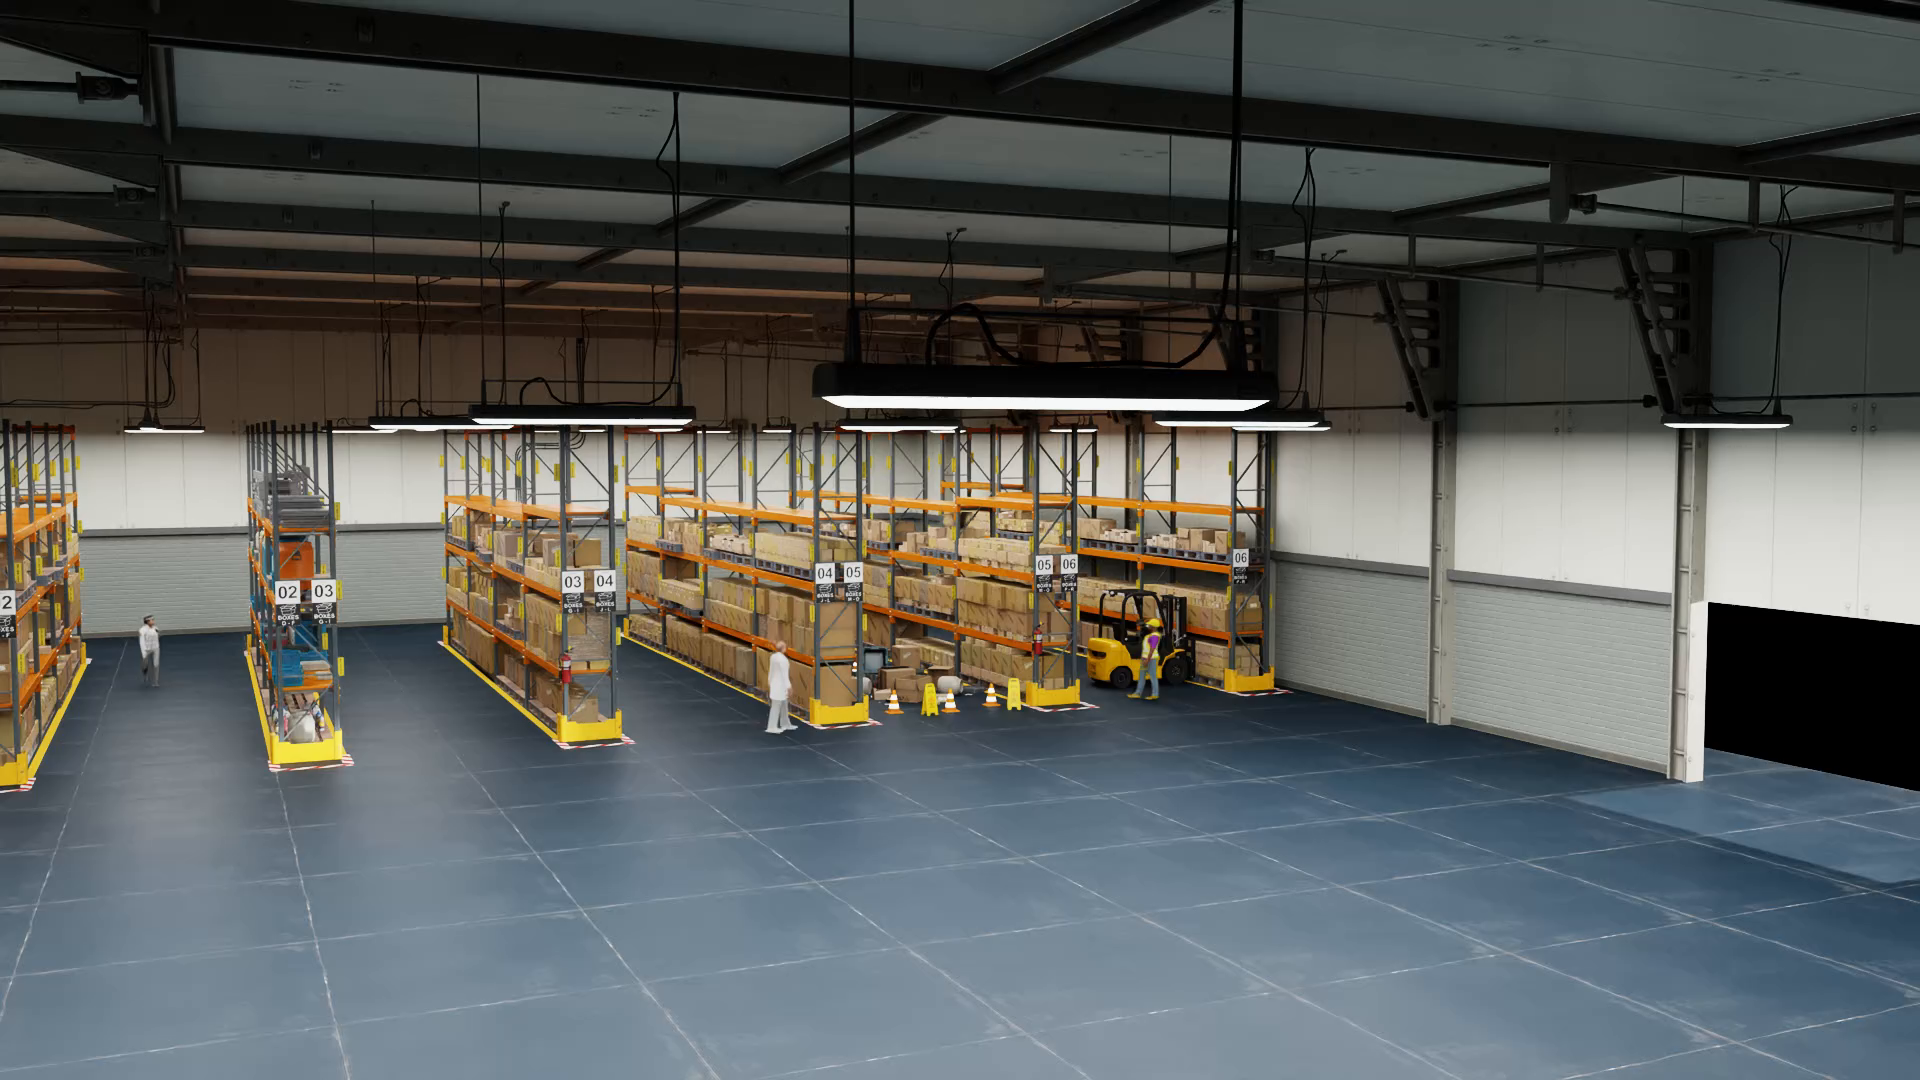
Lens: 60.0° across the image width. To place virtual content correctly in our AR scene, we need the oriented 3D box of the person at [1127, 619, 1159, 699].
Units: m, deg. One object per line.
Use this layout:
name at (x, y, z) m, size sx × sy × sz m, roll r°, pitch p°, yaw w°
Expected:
person at (4.028, 2.585, 36.098) m, size 0.682 × 1.752 × 0.595 m, roll -1°, pitch 4°, yaw -21°

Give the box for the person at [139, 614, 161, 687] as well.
person at (-18.513, 2.510, 38.021) m, size 0.444 × 1.647 × 0.707 m, roll -2°, pitch 4°, yaw -27°

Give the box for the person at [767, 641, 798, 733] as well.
person at (-3.426, 2.837, 32.126) m, size 0.618 × 1.771 × 0.643 m, roll -1°, pitch 4°, yaw -10°
